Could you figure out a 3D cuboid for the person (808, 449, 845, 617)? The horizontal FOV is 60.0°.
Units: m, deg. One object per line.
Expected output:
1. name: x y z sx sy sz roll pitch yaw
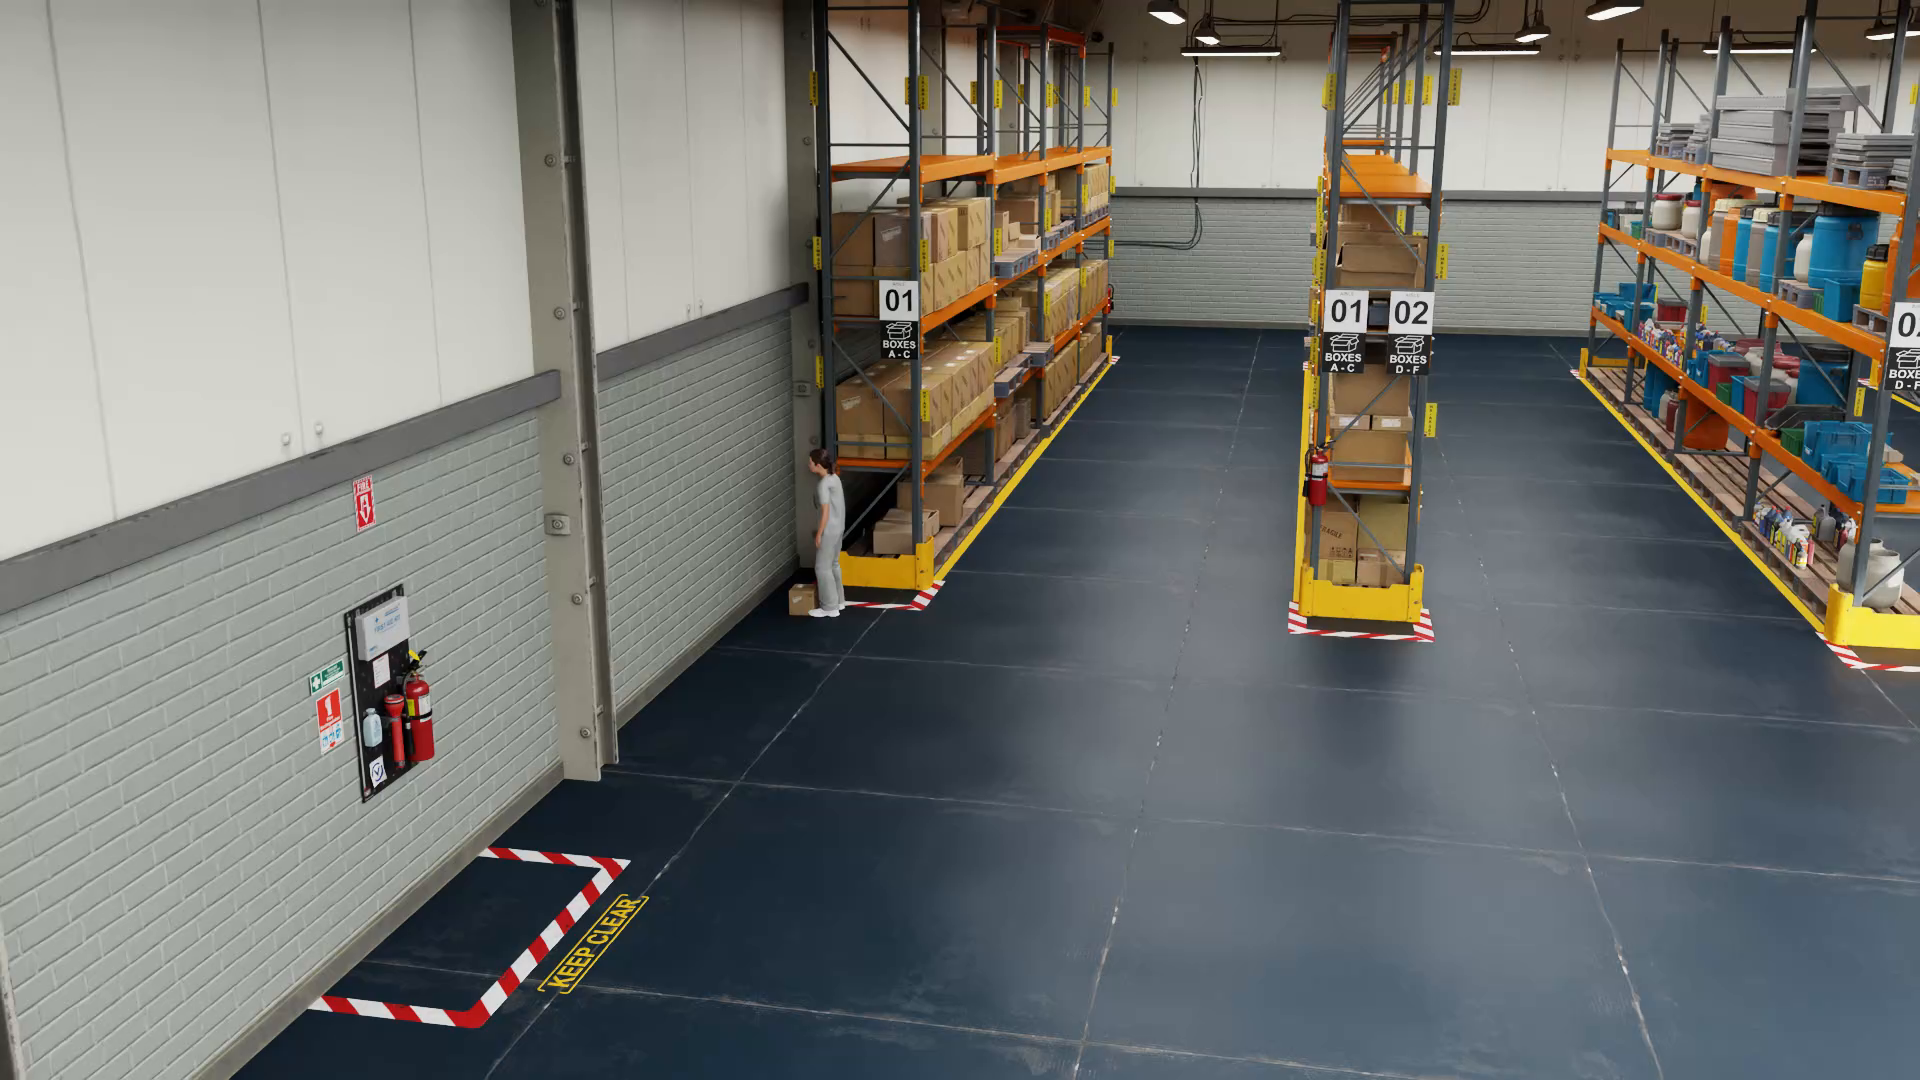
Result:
1. person: -1.307 -0.083 16.330 0.355 1.673 0.508 2 15 9
